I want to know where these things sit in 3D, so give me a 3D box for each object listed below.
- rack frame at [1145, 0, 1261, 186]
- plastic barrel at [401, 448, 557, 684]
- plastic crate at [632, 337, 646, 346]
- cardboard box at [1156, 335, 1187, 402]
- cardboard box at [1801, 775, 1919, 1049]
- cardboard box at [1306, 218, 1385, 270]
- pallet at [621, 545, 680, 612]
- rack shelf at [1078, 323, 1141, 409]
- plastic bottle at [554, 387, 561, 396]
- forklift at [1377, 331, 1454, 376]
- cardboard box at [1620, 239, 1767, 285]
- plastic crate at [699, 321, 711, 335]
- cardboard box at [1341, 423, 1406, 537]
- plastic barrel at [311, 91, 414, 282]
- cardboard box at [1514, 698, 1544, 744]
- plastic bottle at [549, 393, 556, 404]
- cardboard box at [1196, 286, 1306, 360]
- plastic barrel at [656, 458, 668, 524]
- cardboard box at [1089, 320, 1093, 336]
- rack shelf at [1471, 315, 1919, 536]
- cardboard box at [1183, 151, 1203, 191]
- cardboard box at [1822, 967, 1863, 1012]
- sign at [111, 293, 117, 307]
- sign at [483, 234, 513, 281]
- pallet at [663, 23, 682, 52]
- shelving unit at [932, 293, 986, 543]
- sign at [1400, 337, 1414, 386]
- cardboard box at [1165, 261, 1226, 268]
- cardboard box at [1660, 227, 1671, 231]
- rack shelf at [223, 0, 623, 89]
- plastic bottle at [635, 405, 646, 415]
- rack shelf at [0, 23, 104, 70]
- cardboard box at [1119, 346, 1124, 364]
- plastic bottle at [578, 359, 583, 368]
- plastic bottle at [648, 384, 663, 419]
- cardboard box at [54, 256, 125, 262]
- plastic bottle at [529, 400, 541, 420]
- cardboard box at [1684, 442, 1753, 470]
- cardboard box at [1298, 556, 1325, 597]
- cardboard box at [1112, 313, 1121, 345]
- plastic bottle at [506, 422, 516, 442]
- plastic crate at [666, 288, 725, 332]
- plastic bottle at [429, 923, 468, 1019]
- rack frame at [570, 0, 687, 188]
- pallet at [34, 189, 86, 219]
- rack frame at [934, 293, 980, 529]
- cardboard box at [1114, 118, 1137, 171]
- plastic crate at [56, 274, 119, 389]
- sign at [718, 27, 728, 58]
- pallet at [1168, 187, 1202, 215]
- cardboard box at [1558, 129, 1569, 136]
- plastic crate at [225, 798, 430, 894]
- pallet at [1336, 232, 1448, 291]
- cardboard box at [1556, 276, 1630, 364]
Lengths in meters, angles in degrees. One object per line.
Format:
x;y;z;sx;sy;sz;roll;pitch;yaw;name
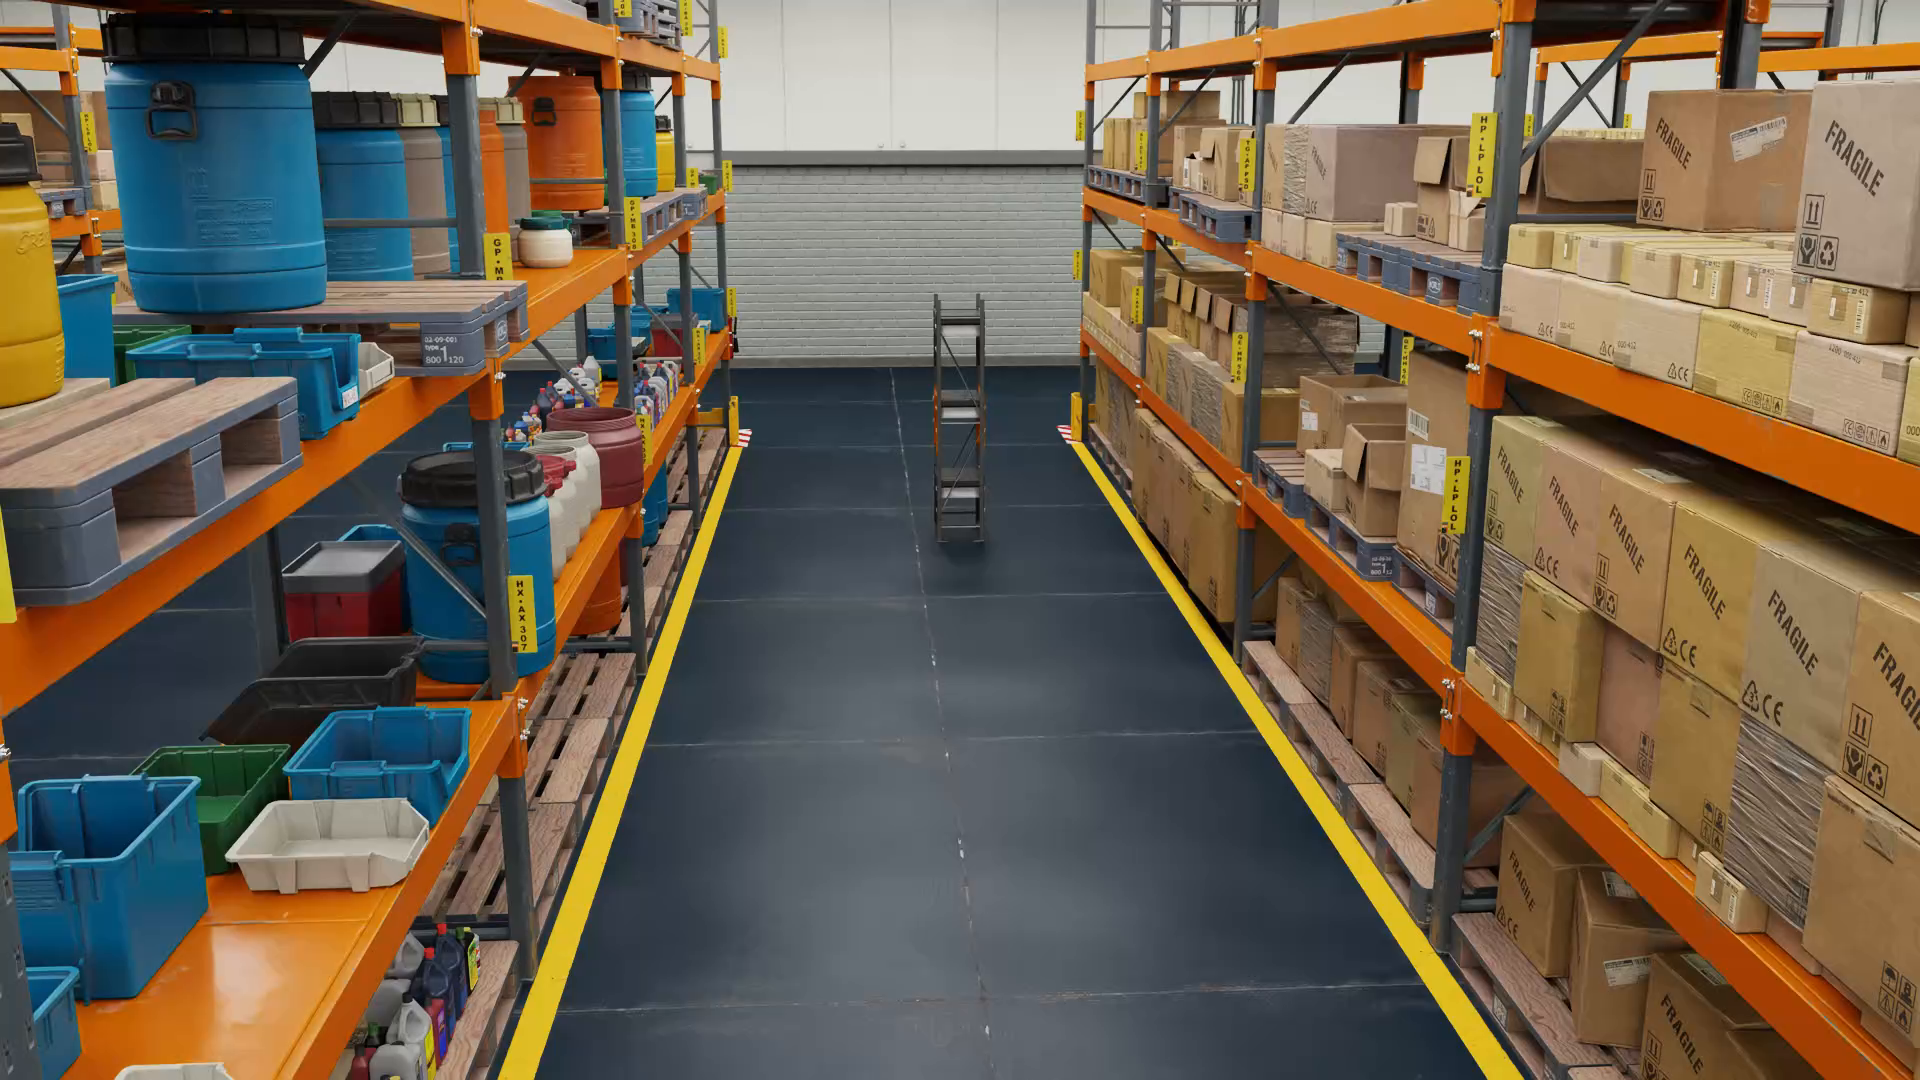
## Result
2.116;-4.529;14.069;1.000;3.000;0.127;-1;14;-3;rack frame
-2.054;0.099;7.116;0.600;0.901;0.708;-1;14;-3;plastic barrel
-3.236;-1.877;16.210;0.293;0.136;0.466;-1;14;-3;plastic crate
1.927;-1.429;13.859;0.500;0.500;0.500;-1;14;-3;cardboard box
2.702;0.909;4.177;0.875;0.500;0.500;-1;14;-3;cardboard box
2.211;-1.633;9.133;0.500;0.250;0.500;-1;14;-2;cardboard box
-2.743;0.300;12.936;1.003;0.211;1.213;-1;14;-3;pallet
1.992;-1.773;16.839;1.077;0.370;4.000;-1;14;-3;rack shelf
-3.128;-1.047;12.832;0.097;0.271;0.097;0;14;0;plastic bottle
4.496;-1.660;15.098;1.130;2.935;3.031;-1;14;-4;forklift
2.462;-0.928;5.595;0.380;0.149;0.250;0;14;-2;cardboard box
-2.844;-2.243;17.634;0.396;0.136;0.243;-1;14;-3;plastic crate
2.412;-0.317;8.689;0.797;0.503;0.637;1;14;2;cardboard box
-2.580;-1.376;6.829;0.600;0.901;0.708;-1;14;-3;plastic barrel
2.370;0.670;6.407;0.380;0.149;0.250;-1;14;-3;cardboard box
-3.061;-0.954;12.449;0.061;0.283;0.133;-1;14;-3;plastic bottle
2.249;-1.674;12.798;0.797;0.503;0.637;0;14;-2;cardboard box
-2.811;-0.599;14.202;0.600;0.901;0.708;-1;14;-3;plastic barrel
1.594;-2.276;17.856;0.380;0.149;0.250;-1;14;-5;cardboard box
2.735;-0.241;4.866;1.077;0.370;4.000;-1;14;-3;rack shelf
2.094;-2.962;13.336;0.500;0.311;0.500;-1;14;-5;cardboard box
2.580;1.166;4.479;0.380;0.149;0.250;-1;14;-3;cardboard box
-7.218;-2.042;14.118;0.100;0.325;0.005;-1;14;-3;sign
-1.782;-1.020;6.434;0.100;0.325;0.005;-1;14;-3;sign
-2.746;-3.962;13.047;1.003;0.211;1.213;-1;14;-3;pallet
-0.010;-1.058;14.425;0.431;2.100;0.503;-1;14;-3;shelving unit
2.905;-1.162;10.857;0.100;0.325;0.005;-1;14;-3;sign
2.282;-2.433;16.162;0.500;0.500;0.500;-1;14;-5;cardboard box
2.920;-1.131;6.382;0.380;0.149;0.250;0;14;-2;cardboard box
-2.456;-2.418;8.112;1.077;0.370;4.000;-1;14;-3;rack shelf
-2.315;-0.837;12.020;0.097;0.271;0.097;0;14;0;plastic bottle
-7.896;-4.524;15.501;1.077;0.370;4.000;-1;14;-3;rack shelf
1.722;-1.764;15.868;0.380;0.149;0.250;-1;14;-2;cardboard box
-3.231;-1.393;14.154;0.061;0.283;0.133;-1;14;-3;plastic bottle
-2.404;-1.087;12.978;0.152;0.276;0.135;-1;14;-3;plastic bottle
-8.127;-2.379;15.544;0.500;0.500;0.500;-1;14;-3;cardboard box
-3.102;-0.874;12.138;0.061;0.283;0.133;-1;14;-3;plastic bottle
2.946;-0.079;6.008;0.500;0.500;0.500;-1;14;-3;cardboard box
2.435;0.172;10.468;0.500;0.250;0.500;0;14;-1;cardboard box
1.760;-2.056;16.203;0.500;0.250;0.500;-1;14;-2;cardboard box
-3.045;-0.647;11.256;0.061;0.283;0.133;-1;14;-3;plastic bottle
-2.868;-2.508;18.061;0.616;0.435;0.499;-1;14;-3;plastic crate
-2.005;1.668;6.457;0.144;0.351;0.185;-1;14;-5;plastic bottle
-2.828;-4.452;13.772;1.000;3.000;0.127;-1;14;-3;rack frame
-7.801;-2.670;13.241;1.213;0.211;1.003;-1;14;-3;pallet
-0.025;-1.119;14.661;0.400;2.100;0.015;-1;14;-3;rack frame
1.949;-3.973;16.684;0.700;0.500;0.500;-2;15;-7;cardboard box
-2.503;-0.477;4.374;0.392;0.384;0.575;-1;14;-3;plastic crate
-2.528;-5.304;17.727;0.100;0.325;0.005;-1;14;-3;sign
2.222;-2.756;13.583;0.805;0.209;1.217;-1;15;-6;pallet
6.559;-4.269;17.575;0.380;0.149;0.250;-1;14;-4;cardboard box
-1.979;0.970;5.265;0.530;0.136;0.437;-1;14;-3;plastic crate
2.612;-1.409;8.339;1.213;0.211;1.003;-1;14;-3;pallet
2.421;-0.767;5.767;0.500;0.250;0.500;-1;14;-4;cardboard box
